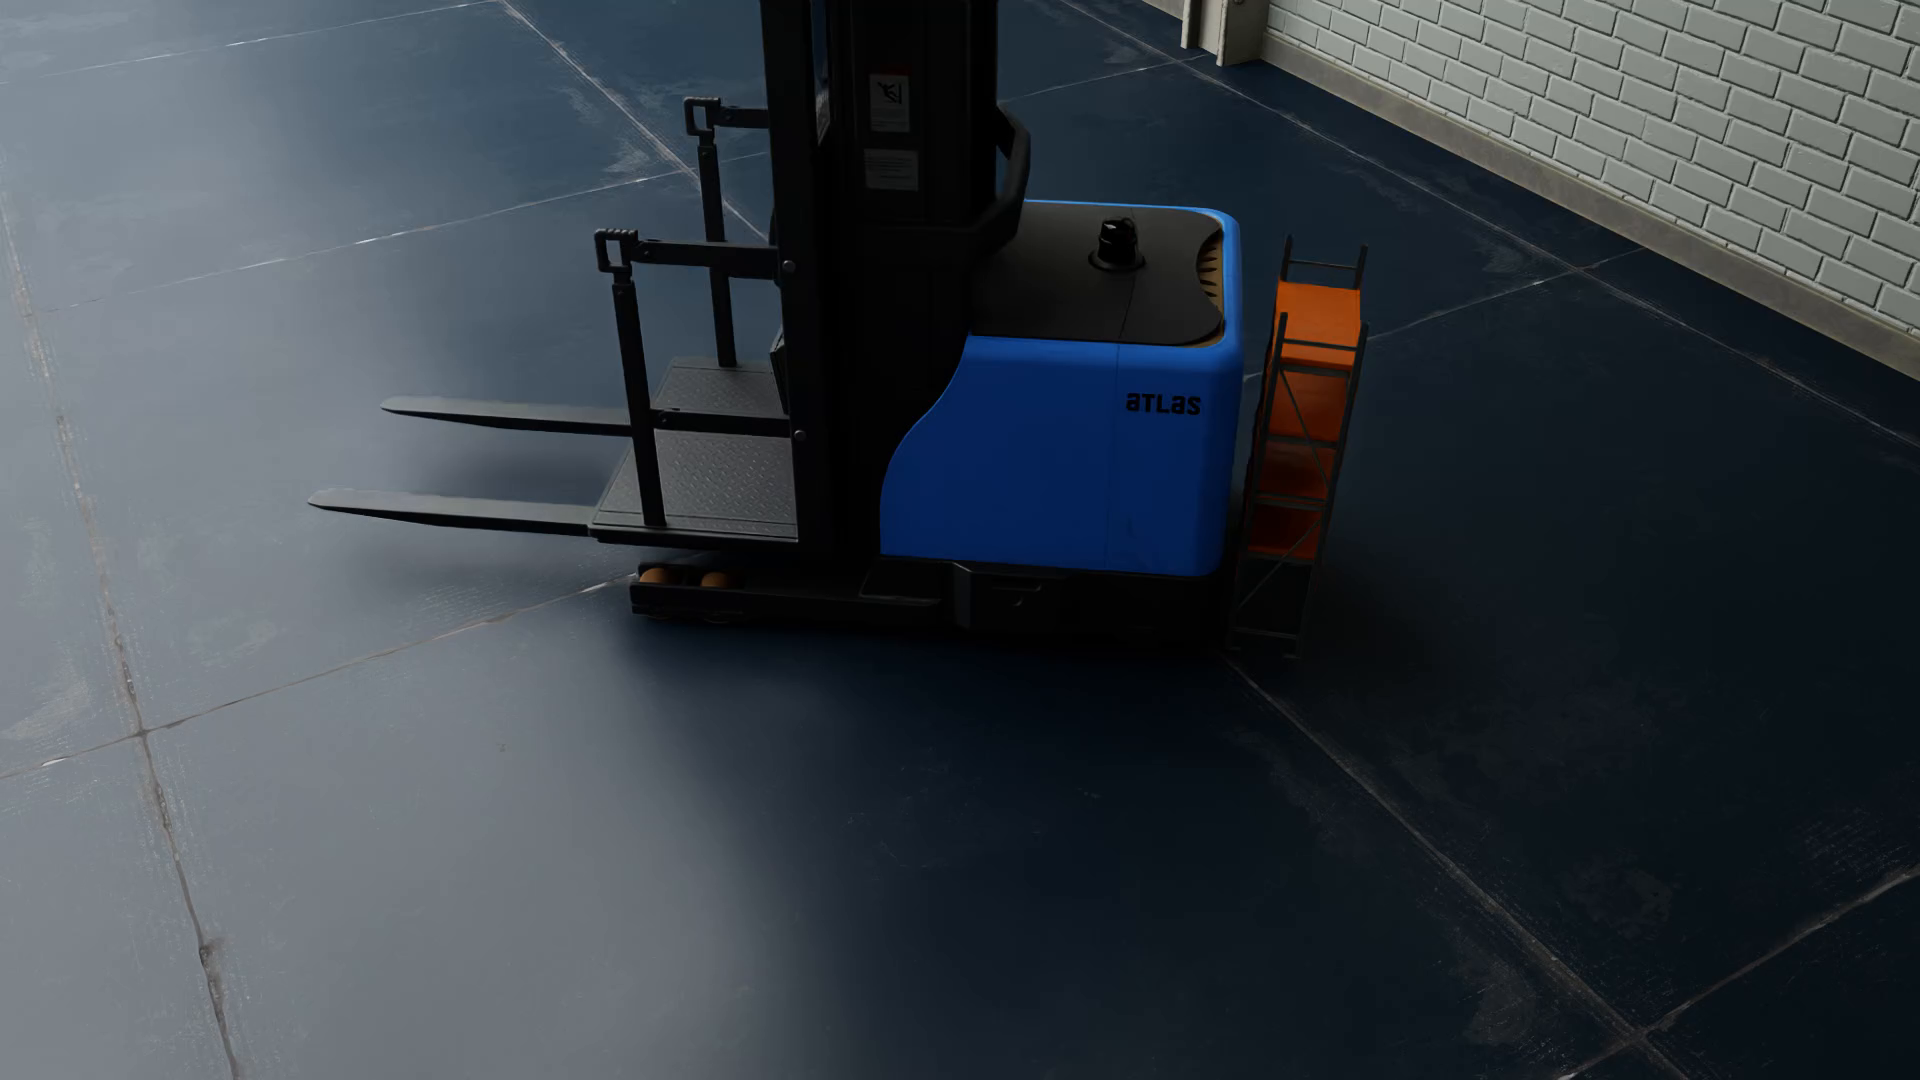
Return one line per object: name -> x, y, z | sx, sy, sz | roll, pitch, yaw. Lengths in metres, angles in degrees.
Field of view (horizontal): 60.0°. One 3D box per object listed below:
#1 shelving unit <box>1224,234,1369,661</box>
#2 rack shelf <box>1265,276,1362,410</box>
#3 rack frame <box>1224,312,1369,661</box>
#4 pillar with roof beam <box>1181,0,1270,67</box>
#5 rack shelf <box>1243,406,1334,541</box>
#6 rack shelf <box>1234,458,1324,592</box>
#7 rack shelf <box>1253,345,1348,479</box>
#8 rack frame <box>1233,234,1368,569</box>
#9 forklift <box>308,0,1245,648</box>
shelving unit -> 1.022, -0.265, 5.088 | 0.258, 1.200, 0.503 | 8, 37, 8
rack shelf -> 1.035, -0.580, 4.854 | 0.258, 0.148, 0.480 | 8, 37, 8
rack frame -> 0.975, -0.123, 4.894 | 0.240, 1.200, 0.015 | 8, 37, 8
pillar with roof beam -> -2.206, -5.185, 5.219 | 9.100, 9.000, 0.400 | -19, 40, -24
rack shelf -> 1.019, -0.211, 5.128 | 0.258, 0.148, 0.480 | 8, 37, 8
rack shelf -> 1.013, -0.051, 5.246 | 0.258, 0.148, 0.480 | 8, 37, 8
rack shelf -> 1.027, -0.390, 4.994 | 0.258, 0.148, 0.480 | 8, 37, 8
rack frame -> 1.068, -0.406, 5.281 | 0.240, 1.200, 0.015 | 8, 37, 8
forklift -> -0.635, -1.217, 4.932 | 3.031, 2.935, 1.130 | 4, 36, 6
